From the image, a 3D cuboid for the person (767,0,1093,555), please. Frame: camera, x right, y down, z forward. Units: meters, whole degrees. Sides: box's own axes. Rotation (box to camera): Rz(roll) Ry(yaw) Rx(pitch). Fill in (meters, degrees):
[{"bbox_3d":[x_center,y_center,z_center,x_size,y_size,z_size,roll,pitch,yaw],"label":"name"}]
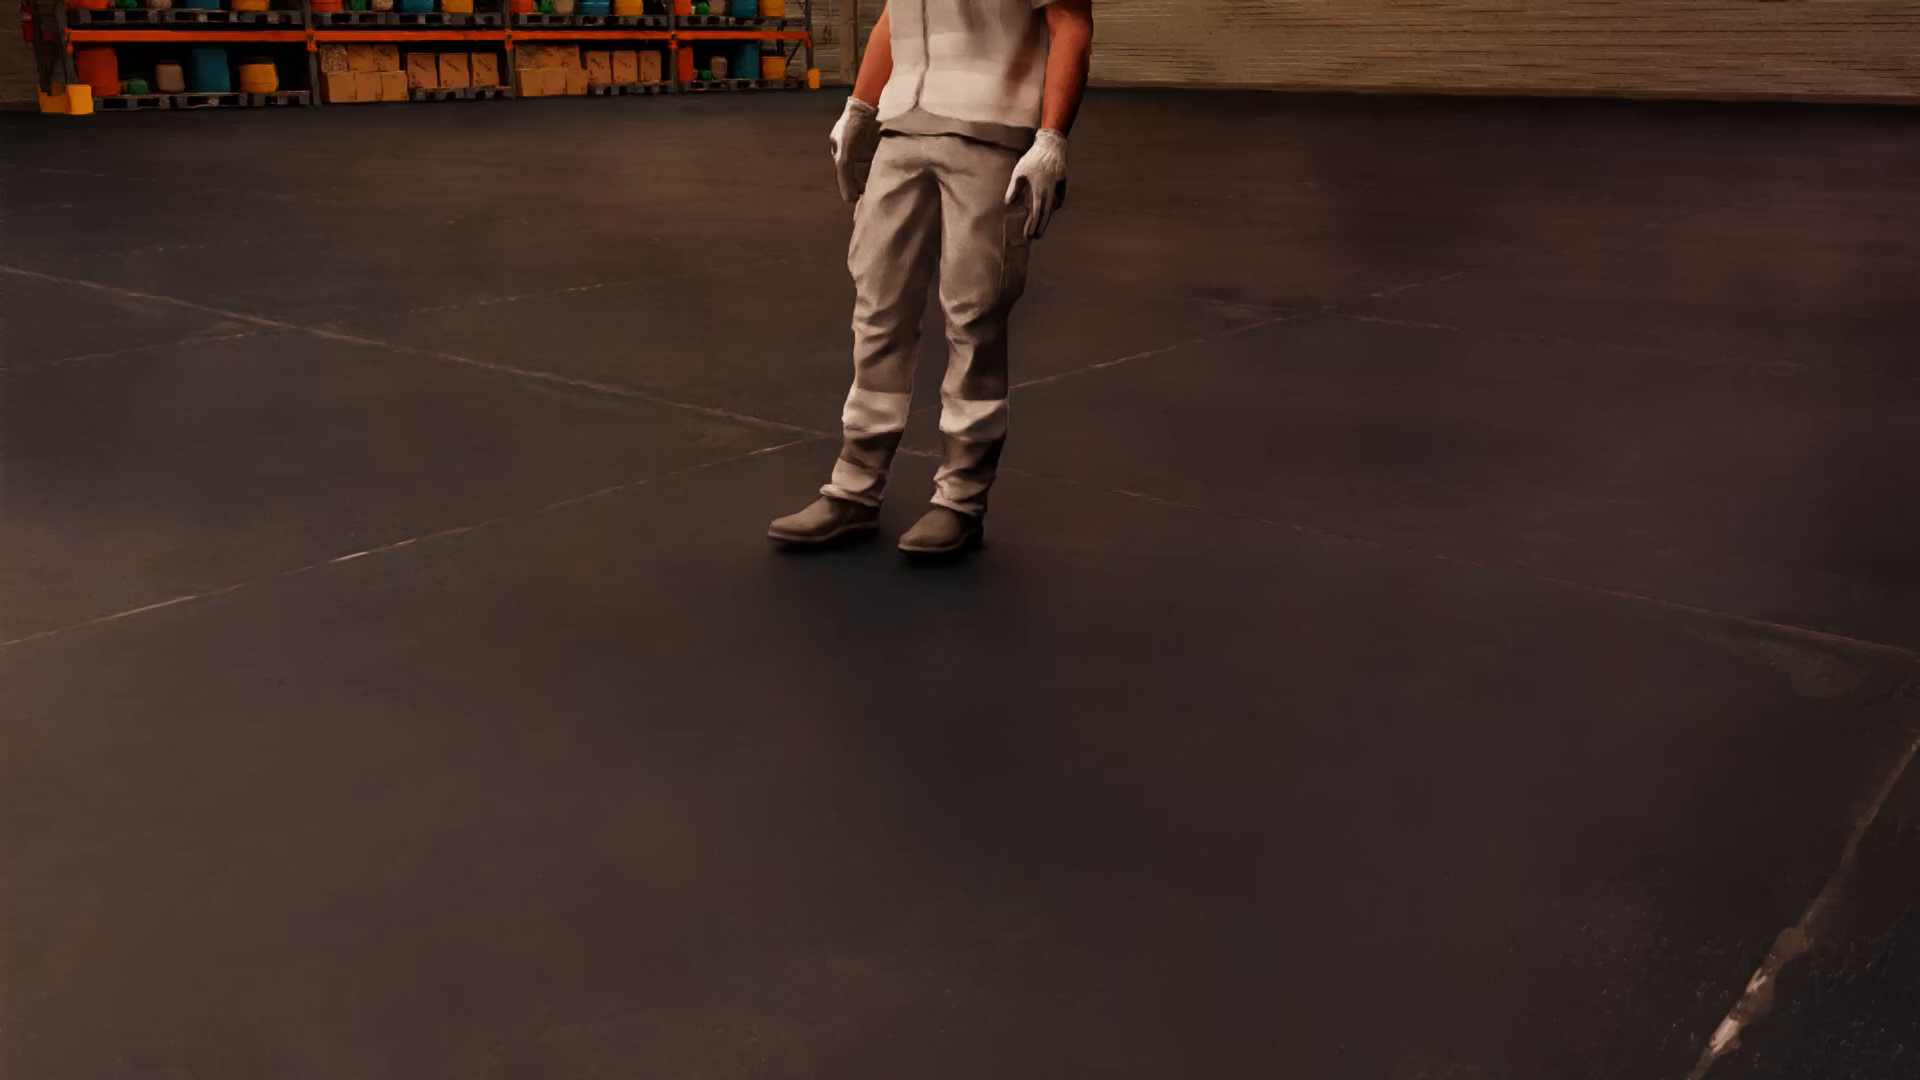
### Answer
[{"bbox_3d":[-0.060,-0.847,3.627,0.637,1.787,0.563,13,21,37],"label":"person"}]
